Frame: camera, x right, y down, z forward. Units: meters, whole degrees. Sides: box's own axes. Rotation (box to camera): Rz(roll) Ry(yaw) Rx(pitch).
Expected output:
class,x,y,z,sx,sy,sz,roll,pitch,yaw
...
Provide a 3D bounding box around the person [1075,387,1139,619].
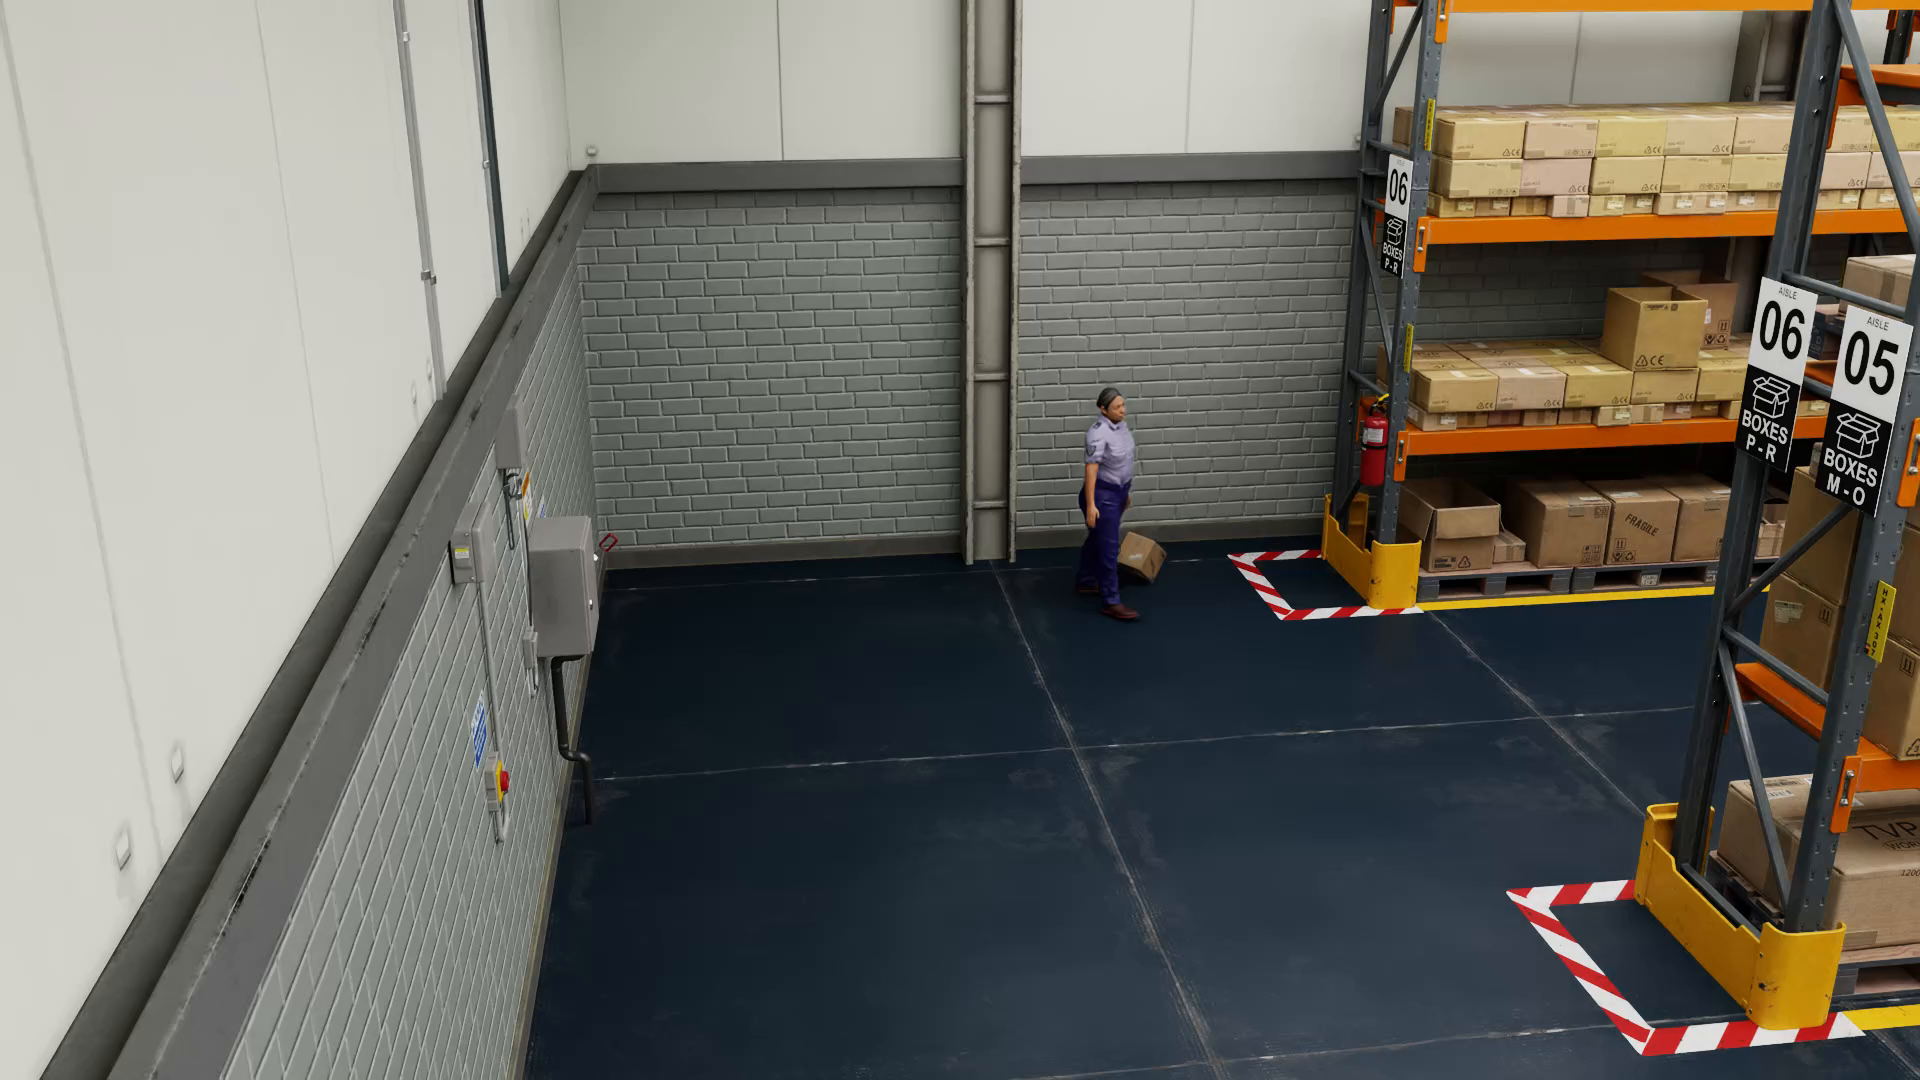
class,x,y,z,sx,sy,sz,roll,pitch,yaw
person,1.066,-0.288,11.849,0.614,1.635,0.670,10,22,25
